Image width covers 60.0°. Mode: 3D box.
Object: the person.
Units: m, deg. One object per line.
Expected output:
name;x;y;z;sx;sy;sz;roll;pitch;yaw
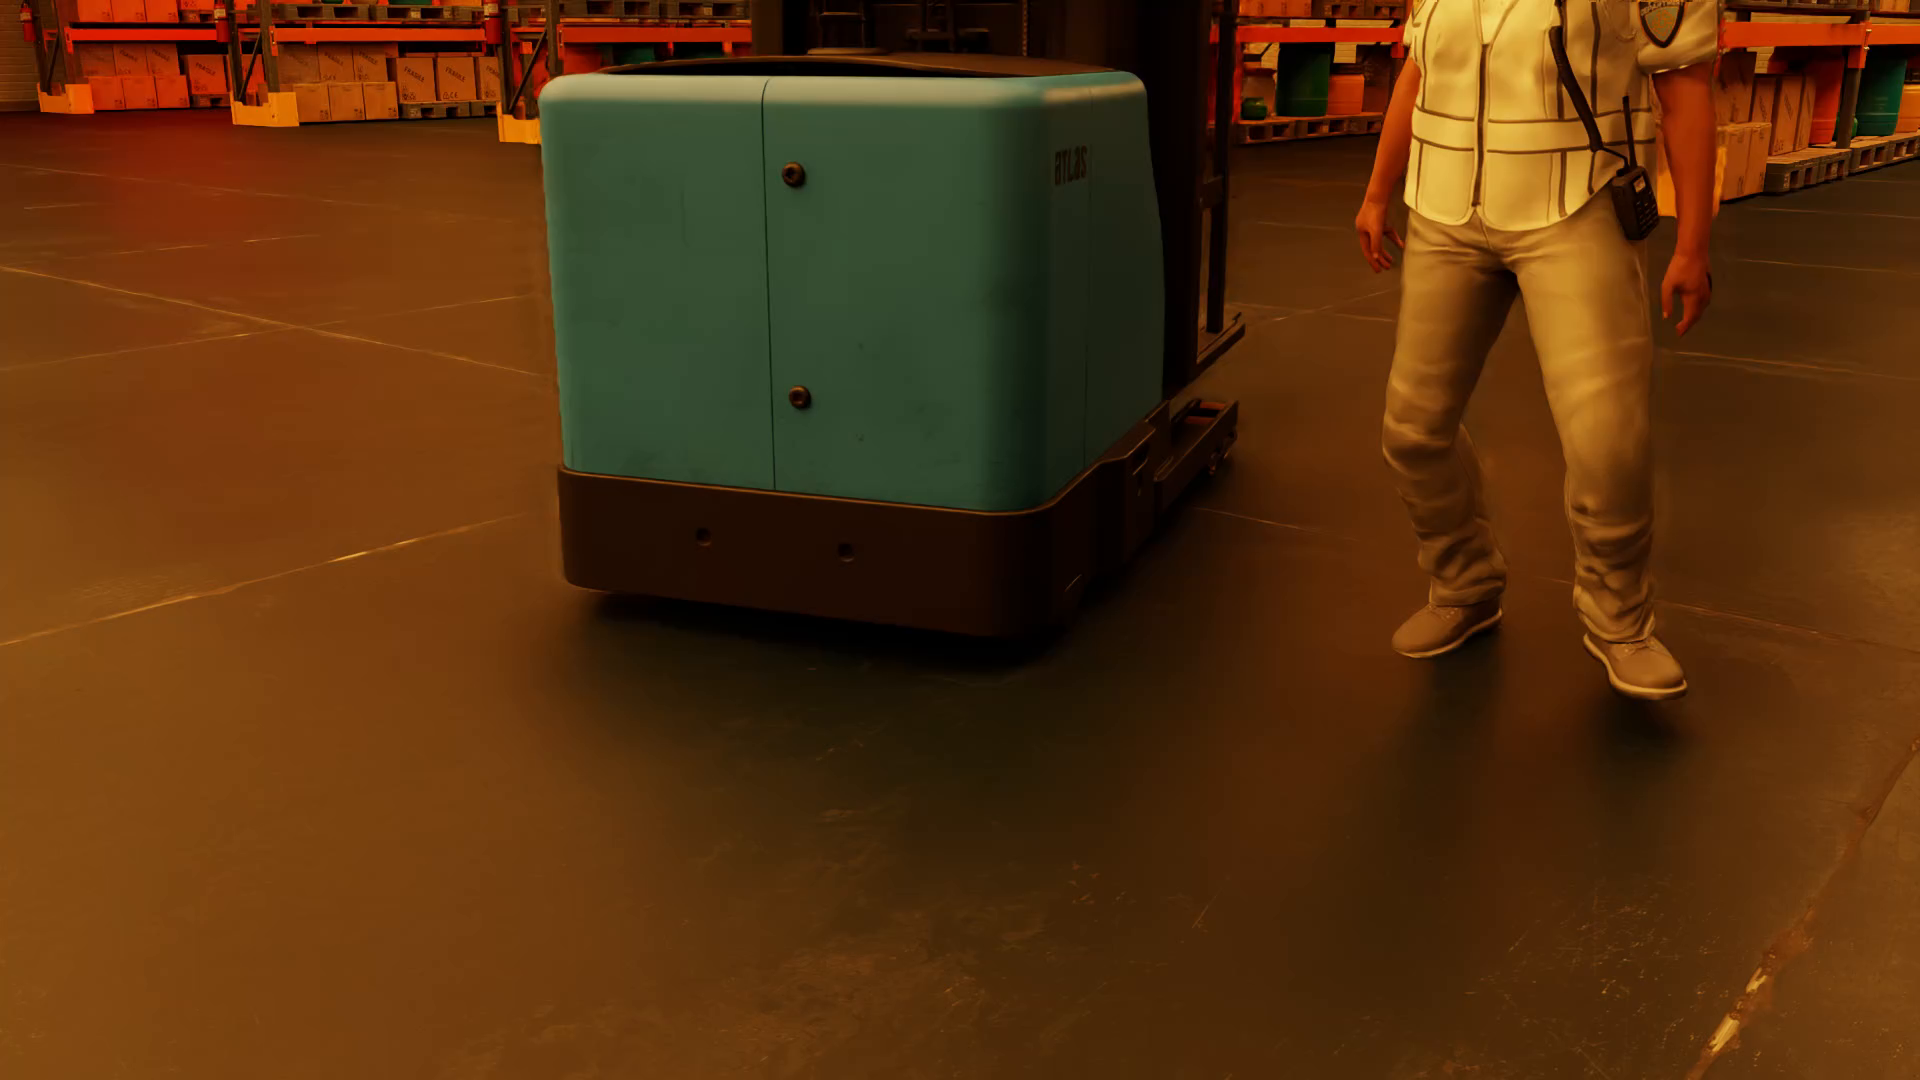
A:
person;0.991;-0.530;2.938;0.777;1.640;0.461;16;23;42

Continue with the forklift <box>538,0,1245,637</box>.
forklift;0.149;-1.608;4.194;1.130;2.935;3.031;6;18;19
